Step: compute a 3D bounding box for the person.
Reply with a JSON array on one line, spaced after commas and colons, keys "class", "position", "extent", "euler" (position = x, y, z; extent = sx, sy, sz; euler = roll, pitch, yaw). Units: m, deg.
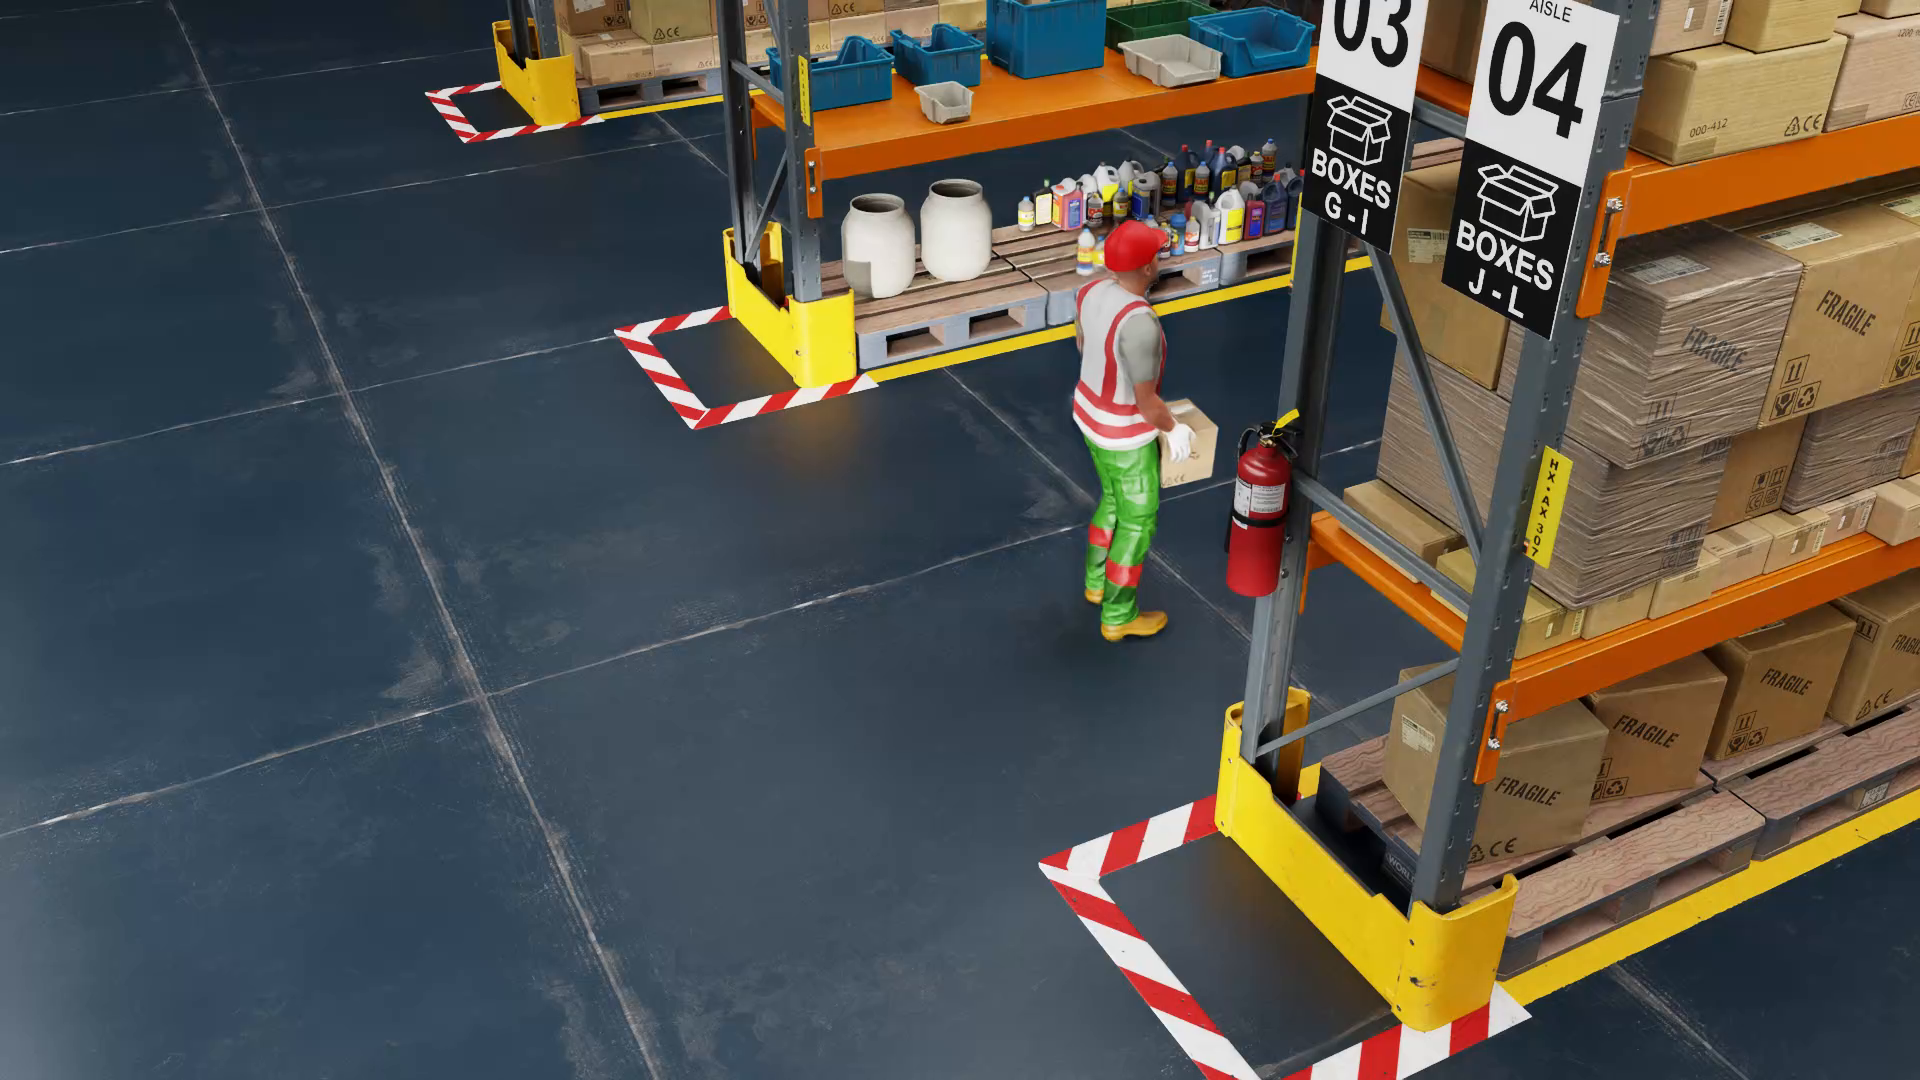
[{"class": "person", "position": [0.697, -0.462, 6.841], "extent": [0.415, 1.782, 0.593], "euler": [-12, 35, -18]}]
